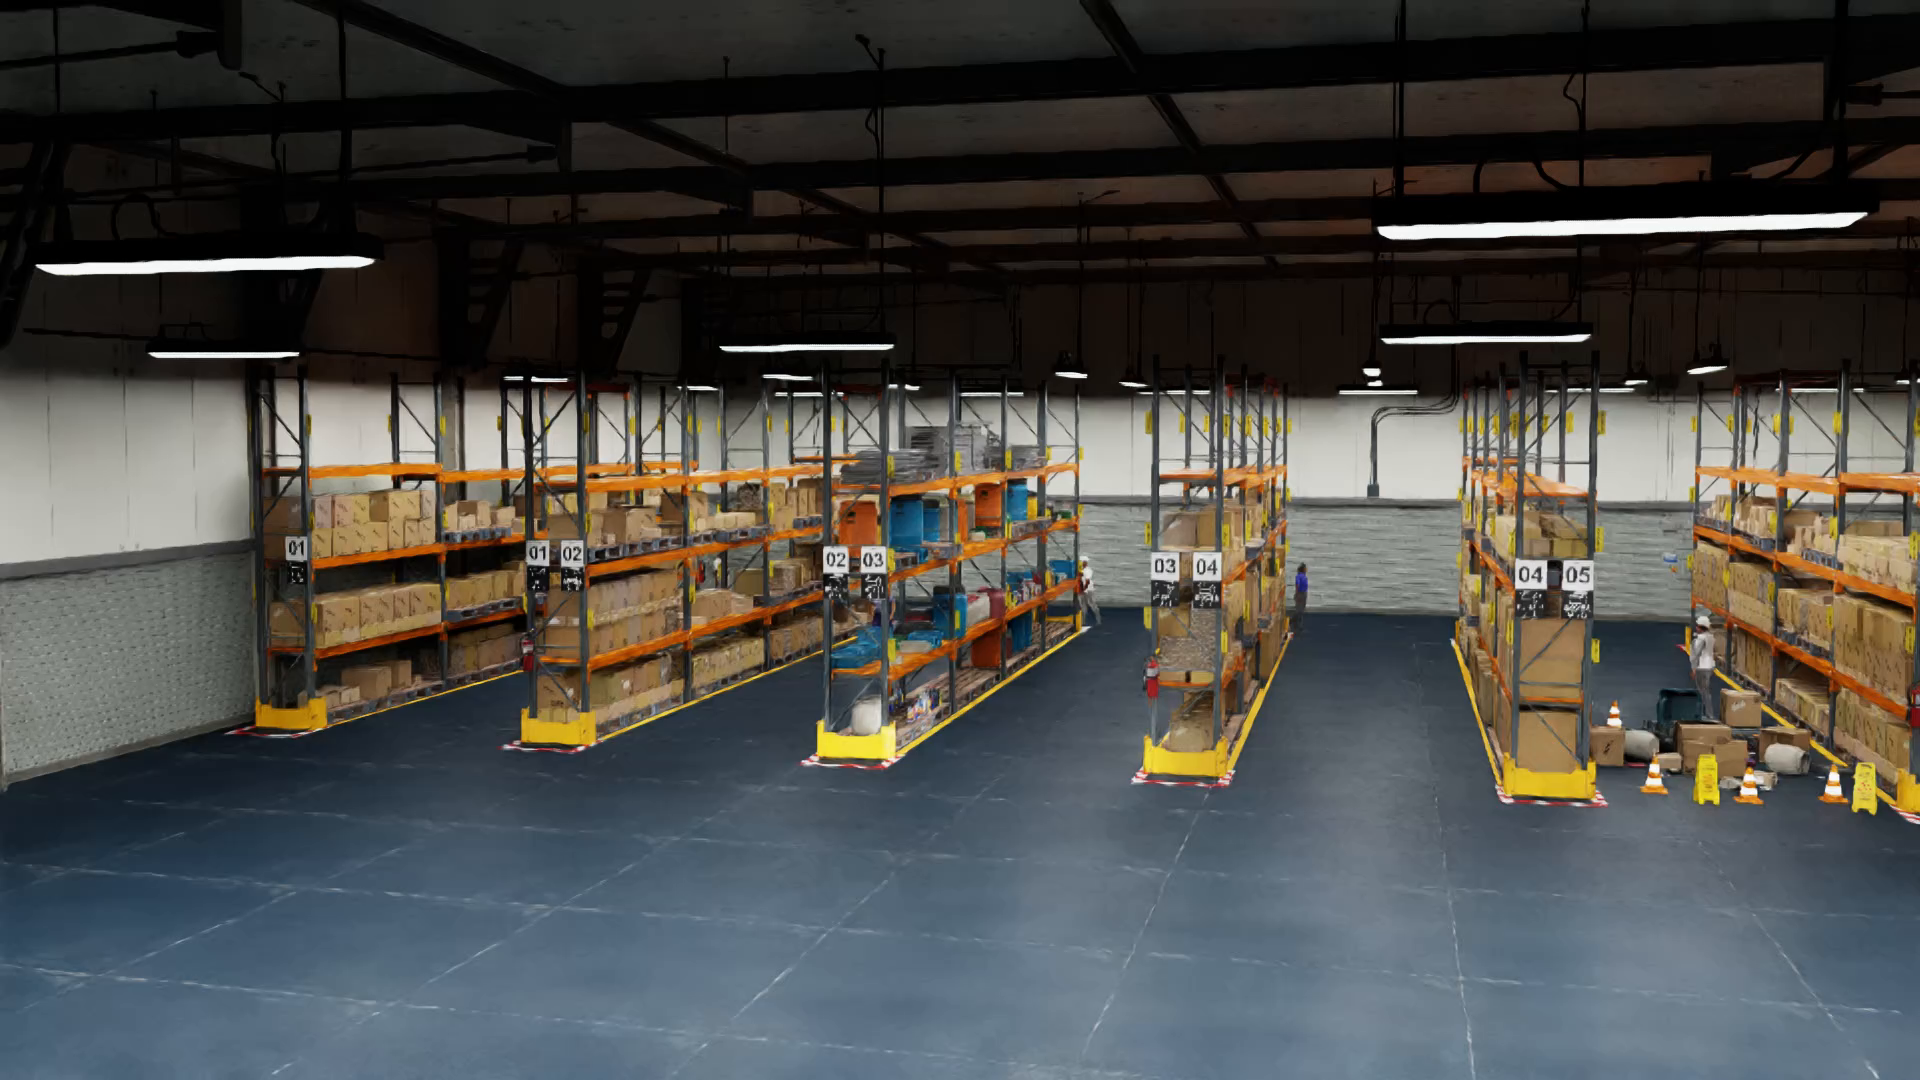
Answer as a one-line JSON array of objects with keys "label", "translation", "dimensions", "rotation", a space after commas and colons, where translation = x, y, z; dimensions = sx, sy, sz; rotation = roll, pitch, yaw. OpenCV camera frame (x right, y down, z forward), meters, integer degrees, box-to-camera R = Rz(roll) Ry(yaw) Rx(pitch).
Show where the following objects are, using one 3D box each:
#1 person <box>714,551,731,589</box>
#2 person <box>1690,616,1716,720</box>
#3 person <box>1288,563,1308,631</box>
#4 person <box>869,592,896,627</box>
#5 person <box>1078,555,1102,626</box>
[{"label": "person", "translation": [-6.383, 1.062, 44.895], "dimensions": [0.697, 1.670, 0.559], "rotation": [-3, 5, -38]}, {"label": "person", "translation": [12.516, 2.165, 28.121], "dimensions": [0.570, 1.768, 0.626], "rotation": [3, 5, 41]}, {"label": "person", "translation": [8.201, 1.387, 40.439], "dimensions": [0.444, 1.637, 0.628], "rotation": [3, 5, 40]}, {"label": "person", "translation": [-1.711, 1.687, 36.644], "dimensions": [0.625, 1.596, 0.517], "rotation": [1, 4, 12]}, {"label": "person", "translation": [3.186, 1.266, 41.560], "dimensions": [0.708, 1.762, 0.585], "rotation": [-1, 4, -14]}]
